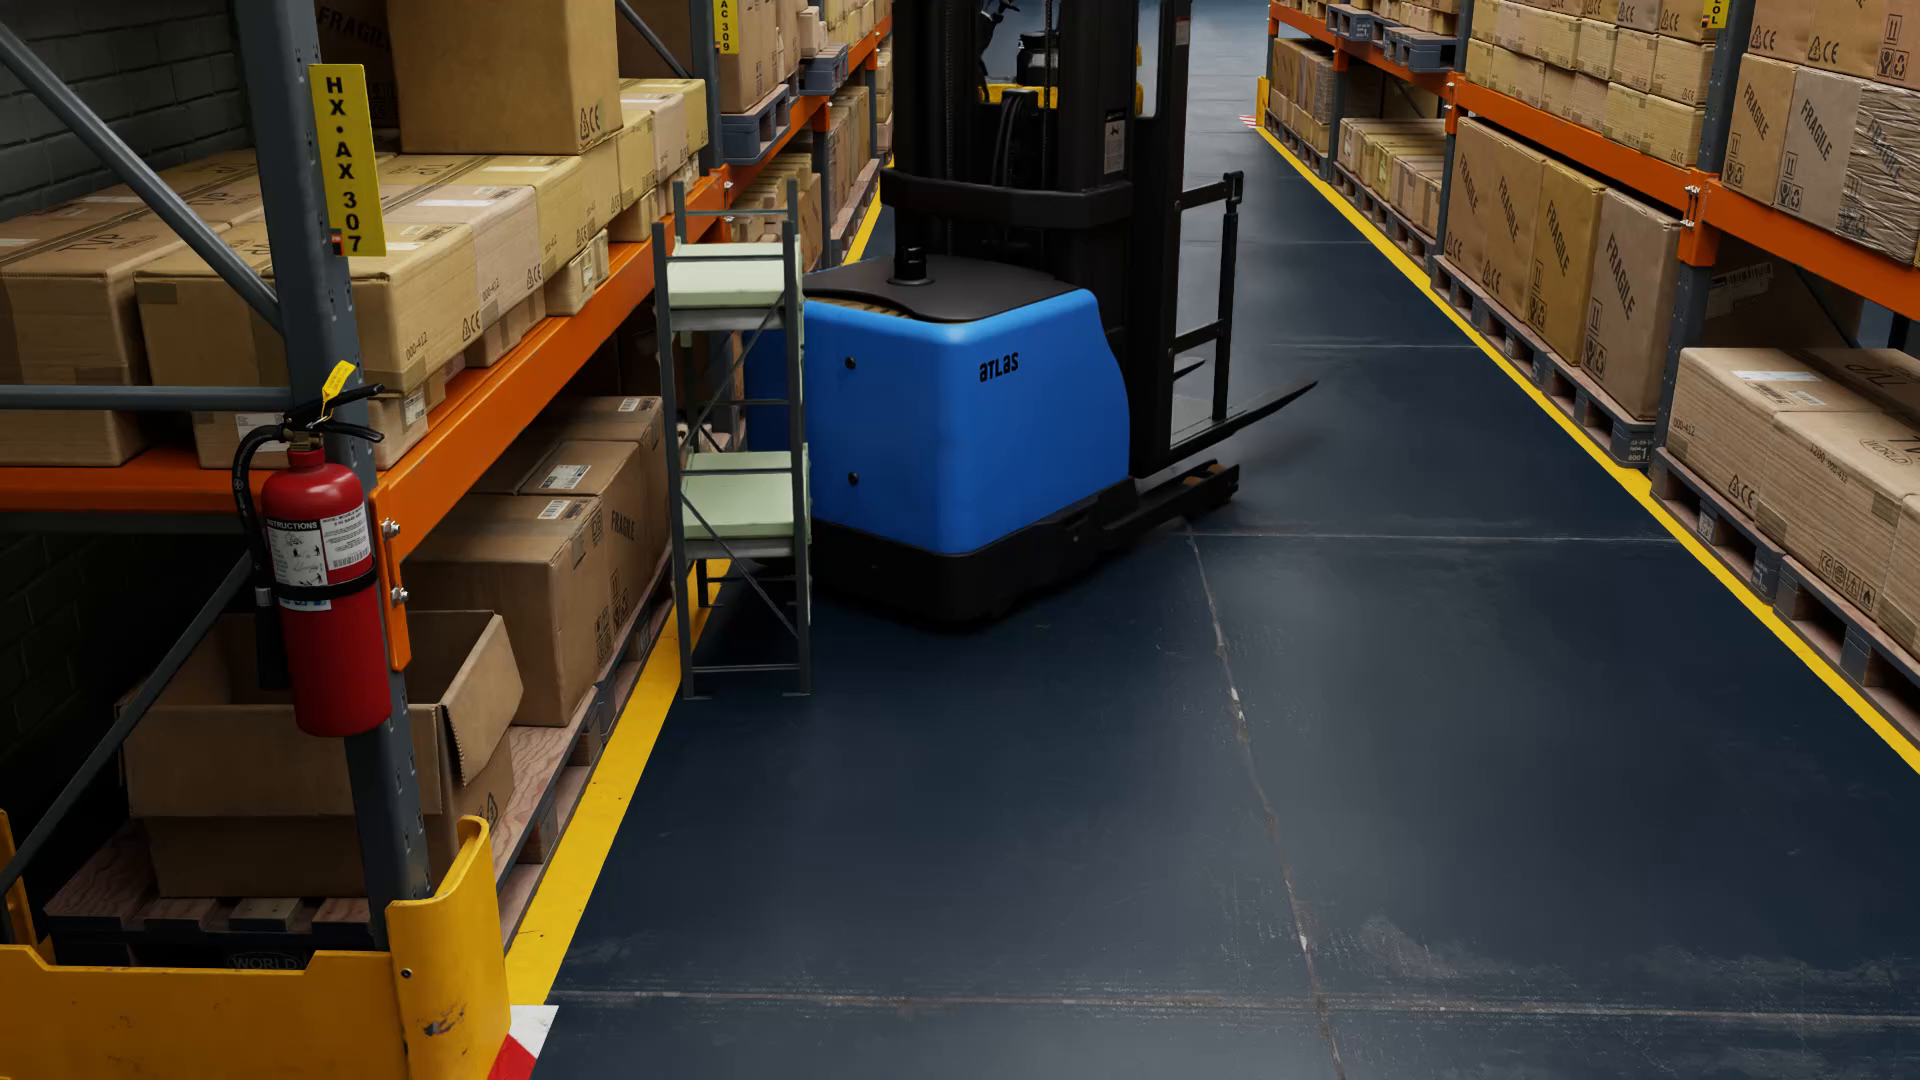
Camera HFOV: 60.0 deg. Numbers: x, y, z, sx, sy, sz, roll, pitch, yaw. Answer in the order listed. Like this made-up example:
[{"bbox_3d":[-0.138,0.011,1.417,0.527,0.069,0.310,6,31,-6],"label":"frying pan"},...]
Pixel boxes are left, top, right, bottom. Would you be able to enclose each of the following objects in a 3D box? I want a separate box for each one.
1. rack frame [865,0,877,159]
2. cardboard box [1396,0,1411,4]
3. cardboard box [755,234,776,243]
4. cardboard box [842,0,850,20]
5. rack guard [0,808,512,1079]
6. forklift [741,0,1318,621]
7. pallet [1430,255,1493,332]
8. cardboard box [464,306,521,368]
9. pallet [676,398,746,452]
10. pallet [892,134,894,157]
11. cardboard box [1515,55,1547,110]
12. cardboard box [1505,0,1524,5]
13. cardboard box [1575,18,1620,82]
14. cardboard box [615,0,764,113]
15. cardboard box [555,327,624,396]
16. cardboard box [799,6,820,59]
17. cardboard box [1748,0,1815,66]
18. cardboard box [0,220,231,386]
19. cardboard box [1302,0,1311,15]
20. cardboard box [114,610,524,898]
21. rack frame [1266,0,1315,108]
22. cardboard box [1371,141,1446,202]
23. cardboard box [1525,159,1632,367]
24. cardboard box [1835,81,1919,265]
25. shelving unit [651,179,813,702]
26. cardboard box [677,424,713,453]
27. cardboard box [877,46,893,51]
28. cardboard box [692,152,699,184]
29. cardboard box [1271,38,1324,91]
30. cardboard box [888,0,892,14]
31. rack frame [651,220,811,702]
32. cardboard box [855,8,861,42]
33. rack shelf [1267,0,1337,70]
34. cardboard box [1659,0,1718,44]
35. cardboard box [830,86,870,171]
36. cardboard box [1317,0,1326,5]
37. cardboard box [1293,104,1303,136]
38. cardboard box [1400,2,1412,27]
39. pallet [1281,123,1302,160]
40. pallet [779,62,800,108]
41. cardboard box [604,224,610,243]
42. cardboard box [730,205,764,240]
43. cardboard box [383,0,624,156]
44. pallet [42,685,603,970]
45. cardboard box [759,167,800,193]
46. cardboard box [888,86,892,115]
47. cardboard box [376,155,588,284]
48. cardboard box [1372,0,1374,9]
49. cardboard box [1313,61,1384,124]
[{"bbox_3d":[-1.233,-4.591,14.214,1.000,3.000,0.127,1,21,2],"label":"rack frame"},{"bbox_3d":[3.362,-4.009,11.585,0.500,0.500,0.500,-1,21,-2],"label":"cardboard box"},{"bbox_3d":[-1.210,-1.274,8.541,0.500,0.500,0.500,0,21,0],"label":"cardboard box"},{"bbox_3d":[-1.046,-3.835,11.783,0.500,0.250,0.500,0,21,0],"label":"cardboard box"},{"bbox_3d":[-1.595,0.886,3.554,1.175,0.500,0.348,1,21,2],"label":"rack guard"},{"bbox_3d":[0.508,-1.557,6.491,1.130,2.935,3.031,16,26,35],"label":"forklift"},{"bbox_3d":[3.508,-1.507,10.121,1.003,0.211,1.213,1,21,2],"label":"pallet"},{"bbox_3d":[-1.310,-0.529,4.093,0.380,0.149,0.250,1,21,3],"label":"cardboard box"},{"bbox_3d":[-1.489,-0.693,8.022,1.003,0.211,1.213,1,21,2],"label":"pallet"},{"bbox_3d":[-1.132,-4.020,16.598,1.003,0.211,1.213,1,21,2],"label":"pallet"},{"bbox_3d":[3.321,-2.472,8.959,0.500,0.250,0.500,1,21,3],"label":"cardboard box"},{"bbox_3d":[3.342,-3.249,9.235,0.500,0.500,0.500,1,21,2],"label":"cardboard box"},{"bbox_3d":[3.273,-2.338,7.925,0.500,0.250,0.500,1,21,3],"label":"cardboard box"},{"bbox_3d":[-1.238,-2.113,7.109,0.700,0.500,0.500,1,21,3],"label":"cardboard box"},{"bbox_3d":[-1.757,-0.909,7.601,0.500,0.500,0.500,1,21,1],"label":"cardboard box"},{"bbox_3d":[-1.063,-2.885,9.445,0.500,0.250,0.500,0,21,-1],"label":"cardboard box"},{"bbox_3d":[3.229,-1.988,5.986,0.500,0.500,0.500,1,21,2],"label":"cardboard box"},{"bbox_3d":[-1.849,-0.490,3.441,0.500,0.250,0.500,1,21,3],"label":"cardboard box"},{"bbox_3d":[3.471,-5.093,15.855,0.380,0.149,0.250,1,21,2],"label":"cardboard box"},{"bbox_3d":[-1.484,0.496,3.974,0.797,0.503,0.637,0,21,-1],"label":"cardboard box"},{"bbox_3d":[3.851,-5.984,17.804,1.000,3.000,0.127,1,21,2],"label":"rack frame"},{"bbox_3d":[3.678,-2.807,12.669,0.950,0.372,0.625,1,21,3],"label":"cardboard box"},{"bbox_3d":[3.444,-1.402,8.352,0.875,0.875,0.875,1,21,3],"label":"cardboard box"},{"bbox_3d":[3.169,-1.163,5.241,0.500,0.500,0.500,1,21,2],"label":"cardboard box"},{"bbox_3d":[-0.699,-0.333,5.313,0.431,1.500,0.755,-2,21,-4],"label":"shelving unit"},{"bbox_3d":[-1.199,-0.360,6.671,0.380,0.149,0.250,0,21,0],"label":"cardboard box"},{"bbox_3d":[-0.851,-4.697,16.325,0.500,0.250,0.500,0,21,1],"label":"cardboard box"},{"bbox_3d":[-1.233,-1.463,6.500,0.380,0.149,0.250,1,21,2],"label":"cardboard box"},{"bbox_3d":[3.549,-4.950,17.323,0.500,0.500,0.500,0,21,0],"label":"cardboard box"},{"bbox_3d":[-0.908,-5.348,16.027,0.500,0.500,0.500,1,21,2],"label":"cardboard box"},{"bbox_3d":[-0.670,-0.201,4.973,0.400,1.500,0.023,-2,21,-4],"label":"rack frame"},{"bbox_3d":[-1.042,-3.975,12.833,0.500,0.250,0.500,1,21,2],"label":"cardboard box"},{"bbox_3d":[3.790,-4.925,16.070,1.077,0.370,4.000,1,21,2],"label":"rack shelf"},{"bbox_3d":[3.248,-2.322,6.846,0.500,0.500,0.500,1,21,3],"label":"cardboard box"},{"bbox_3d":[-1.237,-3.491,14.081,0.875,0.625,0.625,2,21,4],"label":"cardboard box"},{"bbox_3d":[3.503,-5.072,14.905,0.500,0.500,0.500,1,21,3],"label":"cardboard box"},{"bbox_3d":[3.504,-4.044,16.026,0.500,0.250,0.500,1,21,2],"label":"cardboard box"},{"bbox_3d":[3.291,-3.671,11.610,0.380,0.149,0.250,1,21,3],"label":"cardboard box"},{"bbox_3d":[3.748,-3.923,16.347,1.003,0.211,1.213,1,21,2],"label":"pallet"},{"bbox_3d":[-1.409,-2.352,8.709,1.003,0.211,1.213,1,21,2],"label":"pallet"},{"bbox_3d":[-1.338,-0.995,5.294,0.380,0.149,0.250,1,21,2],"label":"cardboard box"},{"bbox_3d":[-1.222,-1.631,8.563,0.380,0.149,0.250,1,21,4],"label":"cardboard box"},{"bbox_3d":[-1.269,-1.374,4.682,0.500,0.500,0.500,1,21,3],"label":"cardboard box"},{"bbox_3d":[-1.572,0.733,4.350,1.003,0.211,1.213,1,21,2],"label":"pallet"},{"bbox_3d":[-1.146,-2.102,9.778,0.380,0.149,0.250,0,21,0],"label":"cardboard box"},{"bbox_3d":[-0.896,-4.091,15.456,0.500,0.250,0.500,1,21,1],"label":"cardboard box"},{"bbox_3d":[-1.287,-0.847,4.362,0.500,0.250,0.500,0,21,1],"label":"cardboard box"},{"bbox_3d":[3.448,-4.226,13.041,0.380,0.149,0.250,2,21,5],"label":"cardboard box"},{"bbox_3d":[3.479,-4.018,14.921,0.500,0.500,0.500,0,21,1],"label":"cardboard box"}]
